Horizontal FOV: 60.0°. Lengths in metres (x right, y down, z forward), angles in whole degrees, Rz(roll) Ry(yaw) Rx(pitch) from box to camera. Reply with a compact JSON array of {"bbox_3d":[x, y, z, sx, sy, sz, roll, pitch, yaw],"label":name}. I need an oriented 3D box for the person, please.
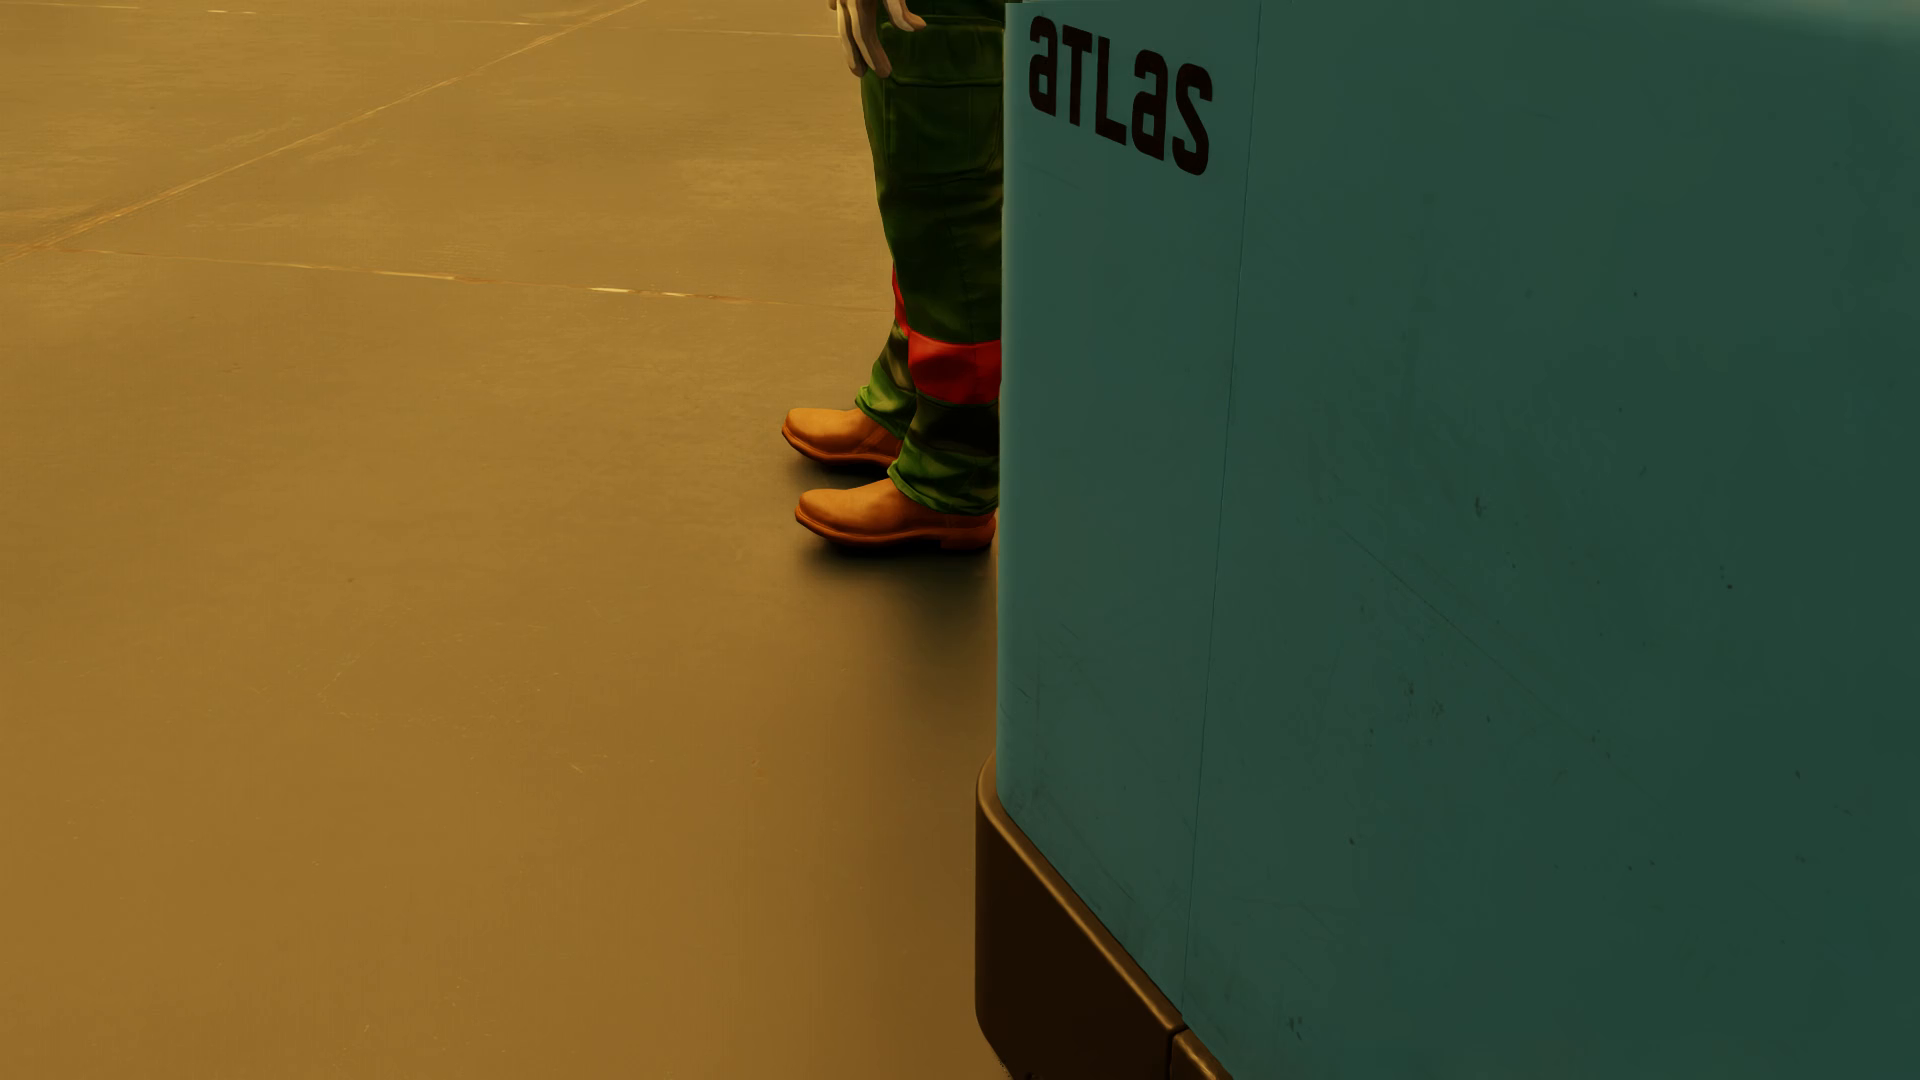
[{"bbox_3d":[-0.078,-0.818,2.120,0.560,1.787,0.638,6,27,11],"label":"person"}]
